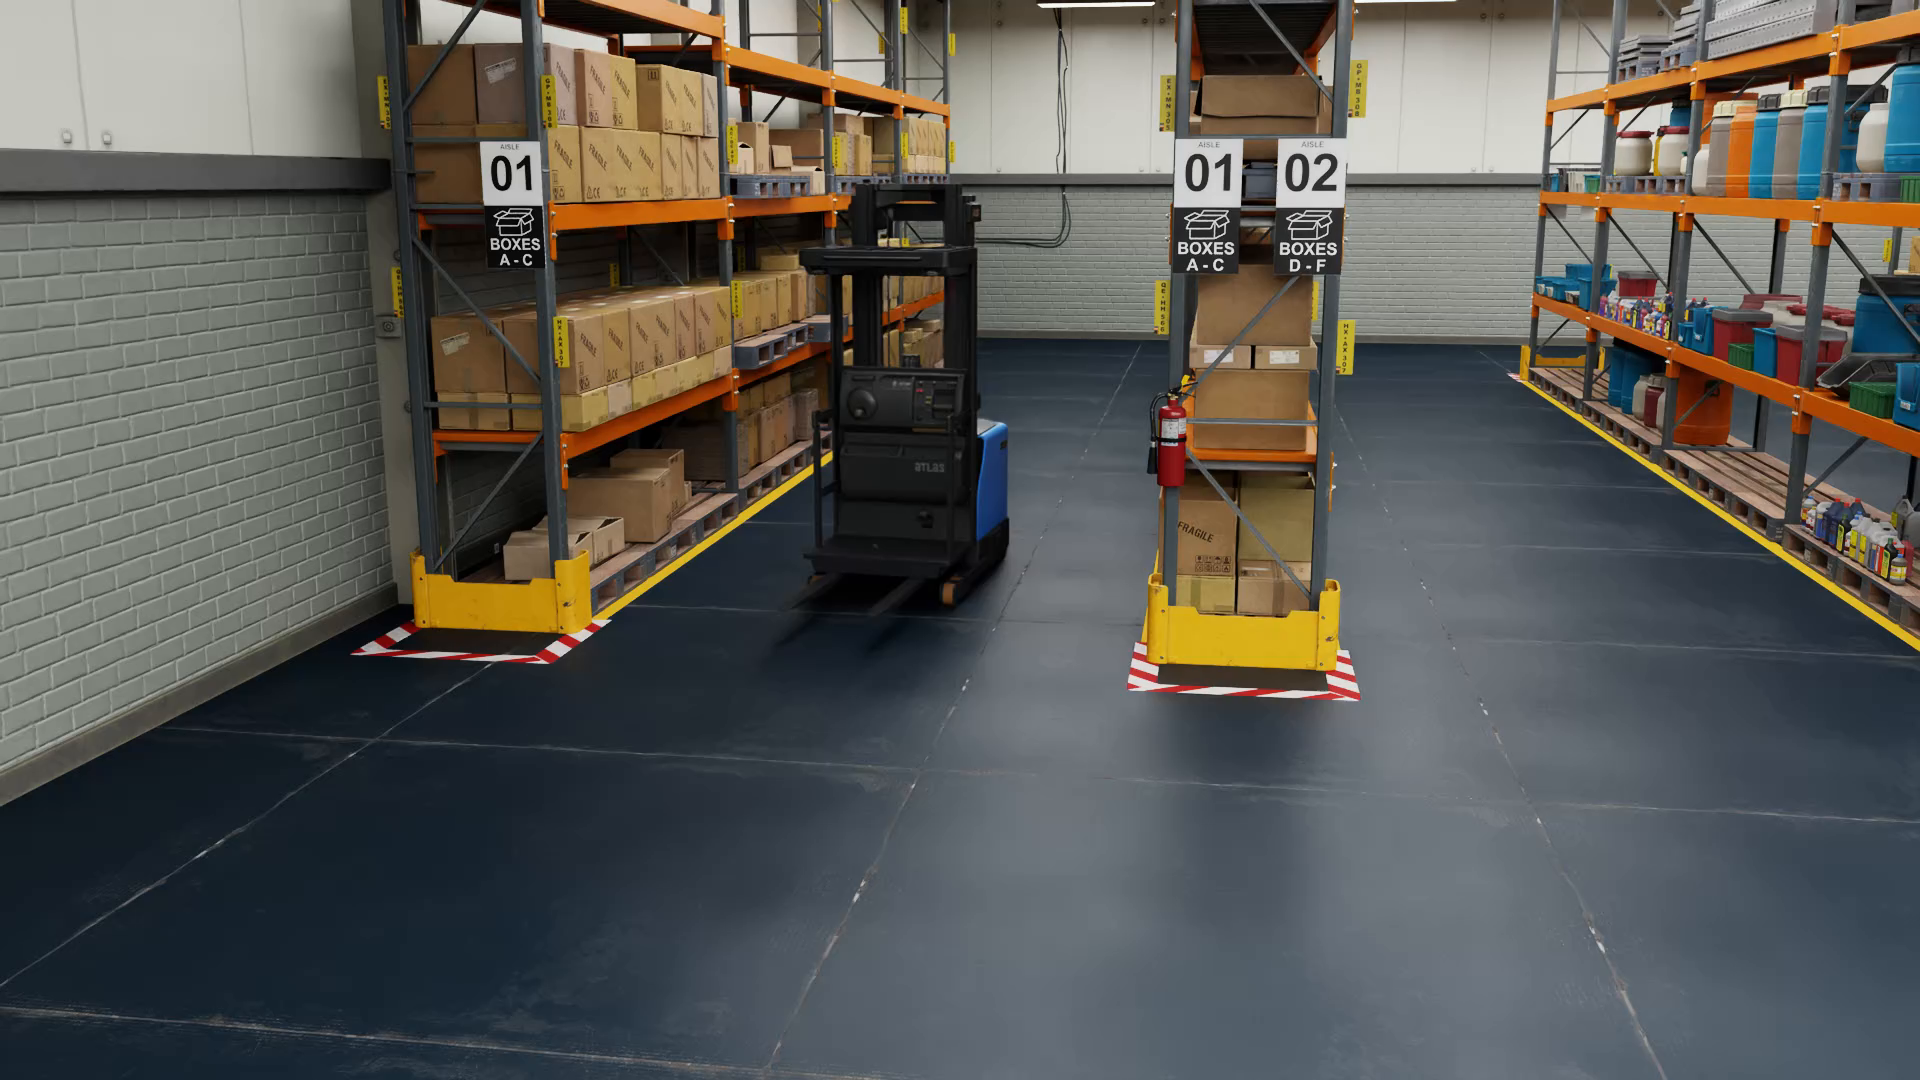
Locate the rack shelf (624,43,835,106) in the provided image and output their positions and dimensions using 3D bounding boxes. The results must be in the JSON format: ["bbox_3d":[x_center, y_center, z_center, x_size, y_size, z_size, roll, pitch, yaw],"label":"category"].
[{"bbox_3d":[-2.199,-4.512,16.225,1.077,0.370,4.000,2,12,9],"label":"rack shelf"}]

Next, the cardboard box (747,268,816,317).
[{"bbox_3d":[-1.954,-2.708,18.159,0.700,0.500,0.500,0,12,2],"label":"cardboard box"}]

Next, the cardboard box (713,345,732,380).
[{"bbox_3d":[-2.280,-1.538,14.318,0.500,0.250,0.500,2,12,9],"label":"cardboard box"}]

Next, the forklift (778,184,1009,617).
[{"bbox_3d":[-0.477,-1.055,11.930,1.130,2.935,3.031,3,13,15],"label":"forklift"}]

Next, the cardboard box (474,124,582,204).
[{"bbox_3d":[-2.823,-2.464,10.901,0.500,0.500,0.500,2,12,10],"label":"cardboard box"}]

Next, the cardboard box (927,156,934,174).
[{"bbox_3d":[-0.665,-5.477,24.290,0.500,0.250,0.500,2,12,7],"label":"cardboard box"}]

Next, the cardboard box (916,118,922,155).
[{"bbox_3d":[-0.816,-5.636,23.245,0.500,0.500,0.500,2,12,7],"label":"cardboard box"}]

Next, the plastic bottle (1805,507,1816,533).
[{"bbox_3d":[6.785,-0.163,13.227,0.097,0.201,0.097,0,12,0],"label":"plastic bottle"}]

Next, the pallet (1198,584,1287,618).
[{"bbox_3d":[1.850,0.485,11.242,1.003,0.211,1.213,2,12,9],"label":"pallet"}]

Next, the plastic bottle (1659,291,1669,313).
[{"bbox_3d":[8.553,-2.833,20.135,0.144,0.351,0.185,2,12,9],"label":"plastic bottle"}]

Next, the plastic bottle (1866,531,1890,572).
[{"bbox_3d":[6.604,0.083,11.908,0.152,0.276,0.135,2,12,7],"label":"plastic bottle"}]

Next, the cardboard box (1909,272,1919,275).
[{"bbox_3d":[13.608,-3.599,23.223,0.500,0.250,0.500,2,12,8],"label":"cardboard box"}]

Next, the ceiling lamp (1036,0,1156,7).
[{"bbox_3d":[2.247,-10.471,27.365,2.000,3.185,0.800,2,12,9],"label":"ceiling lamp"}]

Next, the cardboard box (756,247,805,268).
[{"bbox_3d":[-2.078,-3.216,19.025,0.500,0.250,0.500,2,12,10],"label":"cardboard box"}]

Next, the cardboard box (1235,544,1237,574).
[{"bbox_3d":[2.227,0.109,11.899,0.500,0.250,0.500,2,12,9],"label":"cardboard box"}]

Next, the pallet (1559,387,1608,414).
[{"bbox_3d":[8.588,-1.845,22.055,1.003,0.211,1.213,2,12,9],"label":"pallet"}]

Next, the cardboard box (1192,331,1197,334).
[{"bbox_3d":[1.763,-1.329,11.264,0.380,0.149,0.250,2,12,9],"label":"cardboard box"}]

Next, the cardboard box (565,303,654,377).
[{"bbox_3d":[-2.580,-1.480,12.269,0.500,0.500,0.500,1,12,7],"label":"cardboard box"}]

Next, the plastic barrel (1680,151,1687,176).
[{"bbox_3d":[7.918,-4.054,17.894,0.301,0.262,0.301,0,12,0],"label":"plastic barrel"}]

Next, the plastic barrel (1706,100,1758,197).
[{"bbox_3d":[7.557,-3.769,16.052,0.600,0.901,0.600,0,12,0],"label":"plastic barrel"}]

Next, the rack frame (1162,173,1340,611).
[{"bbox_3d":[1.774,-0.718,10.203,1.000,3.000,0.127,2,12,9],"label":"rack frame"}]

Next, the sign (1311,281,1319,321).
[{"bbox_3d":[2.938,-1.994,13.885,0.100,0.325,0.005,2,12,9],"label":"sign"}]

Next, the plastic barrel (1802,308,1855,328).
[{"bbox_3d":[7.760,-1.800,14.904,0.433,0.535,0.433,0,12,0],"label":"plastic barrel"}]

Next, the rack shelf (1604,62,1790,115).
[{"bbox_3d":[8.206,-5.023,18.600,1.077,0.370,4.000,2,12,9],"label":"rack shelf"}]

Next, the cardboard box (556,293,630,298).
[{"bbox_3d":[-2.950,-1.711,13.340,0.500,0.500,0.500,2,12,10],"label":"cardboard box"}]

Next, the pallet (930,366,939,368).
[{"bbox_3d":[-0.896,-2.423,24.733,1.003,0.211,1.213,2,12,9],"label":"pallet"}]

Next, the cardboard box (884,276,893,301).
[{"bbox_3d":[-1.167,-3.369,21.513,0.500,0.500,0.500,2,12,9],"label":"cardboard box"}]

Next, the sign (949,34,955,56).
[{"bbox_3d":[-0.127,-7.615,25.565,0.100,0.325,0.005,2,12,9],"label":"sign"}]

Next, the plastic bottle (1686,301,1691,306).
[{"bbox_3d":[8.618,-2.692,19.659,0.152,0.276,0.135,2,12,9],"label":"plastic bottle"}]

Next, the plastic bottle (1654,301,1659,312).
[{"bbox_3d":[8.646,-2.865,20.638,0.097,0.201,0.097,0,12,0],"label":"plastic bottle"}]

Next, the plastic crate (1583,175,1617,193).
[{"bbox_3d":[8.338,-4.639,21.675,0.416,0.233,0.300,2,12,9],"label":"plastic crate"}]

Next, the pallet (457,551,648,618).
[{"bbox_3d":[-2.950,0.302,12.091,1.003,0.211,1.213,2,12,9],"label":"pallet"}]

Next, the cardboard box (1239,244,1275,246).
[{"bbox_3d":[2.327,-2.141,13.490,0.700,0.500,0.500,2,12,9],"label":"cardboard box"}]

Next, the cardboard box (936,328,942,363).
[{"bbox_3d":[-0.670,-3.042,25.927,0.700,0.500,0.500,2,12,9],"label":"cardboard box"}]

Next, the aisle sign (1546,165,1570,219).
[{"bbox_3d":[8.846,-5.182,24.750,0.394,0.787,0.004,2,12,9],"label":"aisle sign"}]

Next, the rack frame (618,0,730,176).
[{"bbox_3d":[-2.506,-4.643,14.176,1.000,3.000,0.127,2,12,9],"label":"rack frame"}]

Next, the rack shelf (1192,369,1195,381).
[{"bbox_3d":[2.697,-1.615,16.074,1.077,0.370,4.000,2,12,9],"label":"rack shelf"}]

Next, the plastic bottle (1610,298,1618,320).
[{"bbox_3d":[7.964,-2.808,20.208,0.097,0.271,0.097,0,12,0],"label":"plastic bottle"}]

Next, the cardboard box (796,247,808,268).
[{"bbox_3d":[-1.562,-3.205,18.976,0.500,0.250,0.500,2,12,10],"label":"cardboard box"}]

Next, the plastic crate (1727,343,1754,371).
[{"bbox_3d":[7.272,-1.657,15.065,0.450,0.188,0.662,2,12,9],"label":"plastic crate"}]

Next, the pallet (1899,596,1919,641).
[{"bbox_3d":[6.763,0.621,10.613,1.003,0.211,1.213,2,12,9],"label":"pallet"}]

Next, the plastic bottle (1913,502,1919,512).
[{"bbox_3d":[7.469,-0.166,12.885,0.144,0.351,0.185,2,12,7],"label":"plastic bottle"}]

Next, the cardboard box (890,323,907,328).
[{"bbox_3d":[-1.002,-3.181,25.032,0.380,0.149,0.250,2,12,9],"label":"cardboard box"}]

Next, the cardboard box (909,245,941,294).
[{"bbox_3d":[-0.830,-4.096,25.169,0.980,0.700,0.700,2,12,8],"label":"cardboard box"}]

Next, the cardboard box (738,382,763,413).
[{"bbox_3d":[-2.269,-1.424,16.588,0.500,0.250,0.500,2,12,7],"label":"cardboard box"}]

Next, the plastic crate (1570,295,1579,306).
[{"bbox_3d":[8.420,-3.191,22.190,0.437,0.125,0.590,2,12,9],"label":"plastic crate"}]

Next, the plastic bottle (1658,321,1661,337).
[{"bbox_3d":[7.610,-2.294,17.989,0.097,0.201,0.097,0,12,0],"label":"plastic bottle"}]

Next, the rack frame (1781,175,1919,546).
[{"bbox_3d":[7.283,-1.389,13.318,1.000,3.000,0.127,2,12,9],"label":"rack frame"}]

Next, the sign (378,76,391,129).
[{"bbox_3d":[-3.667,-2.799,10.637,0.100,0.325,0.005,2,12,9],"label":"sign"}]

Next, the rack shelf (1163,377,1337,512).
[{"bbox_3d":[2.081,-0.782,12.210,1.077,0.370,4.000,2,12,9],"label":"rack shelf"}]

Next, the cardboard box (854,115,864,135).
[{"bbox_3d":[-1.541,-5.293,21.253,0.500,0.250,0.500,3,12,13],"label":"cardboard box"}]
